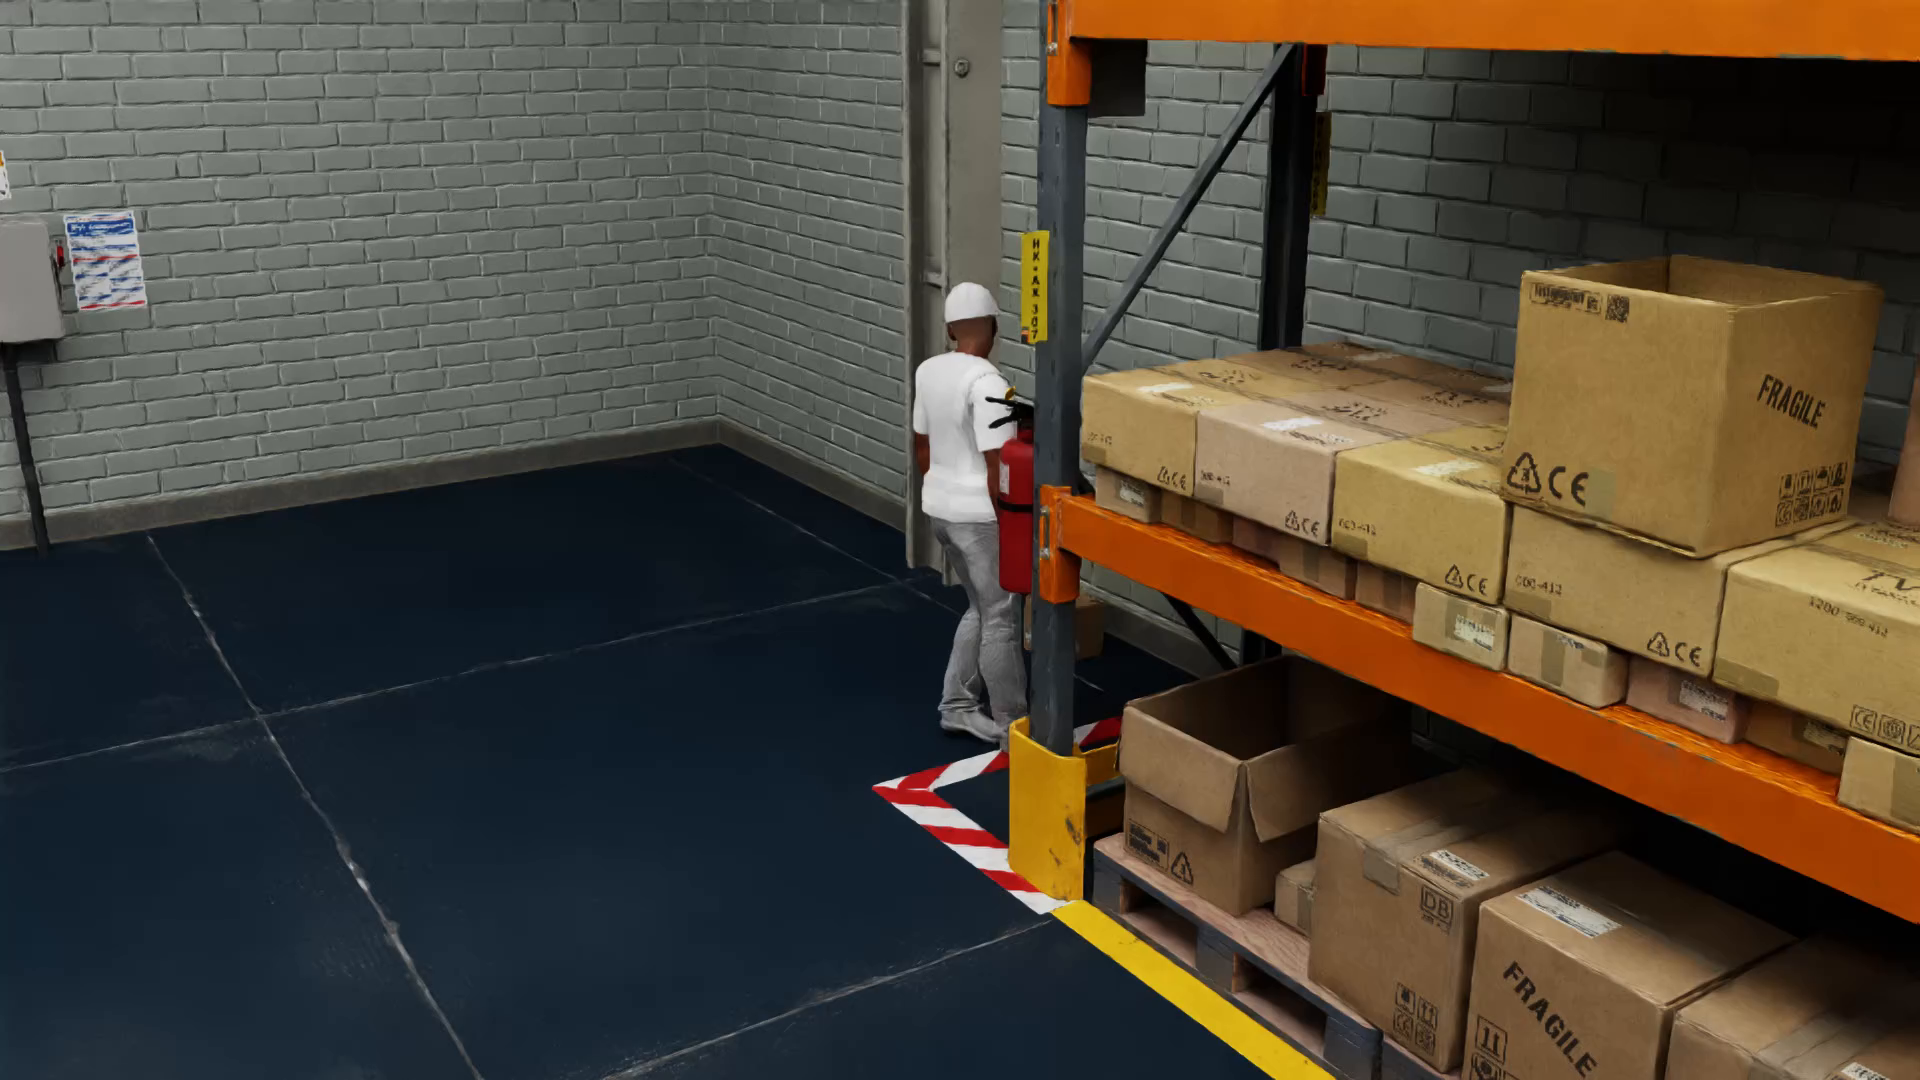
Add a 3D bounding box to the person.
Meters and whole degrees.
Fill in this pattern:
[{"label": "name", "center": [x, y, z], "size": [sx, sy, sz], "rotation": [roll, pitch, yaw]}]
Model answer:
[{"label": "person", "center": [0.114, -0.097, 6.311], "size": [0.463, 1.752, 0.675], "rotation": [-9, 20, -25]}]
